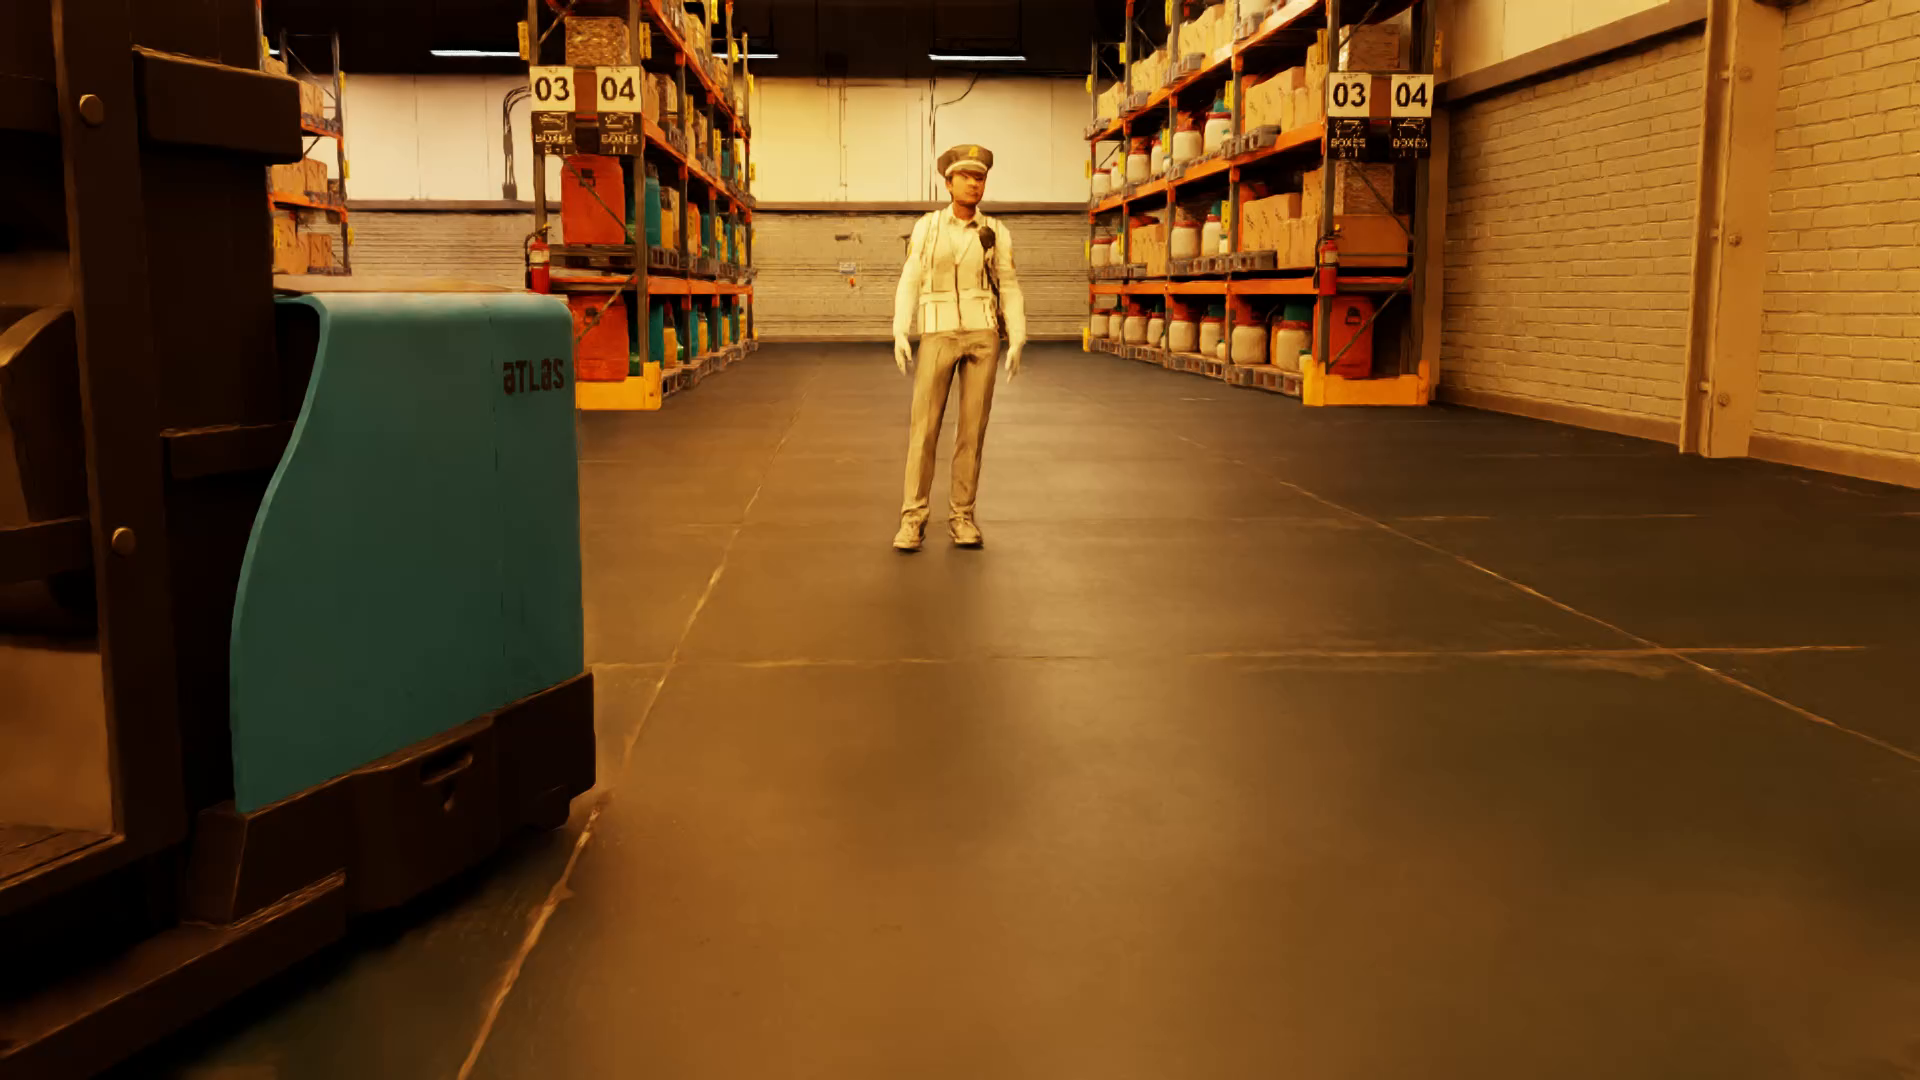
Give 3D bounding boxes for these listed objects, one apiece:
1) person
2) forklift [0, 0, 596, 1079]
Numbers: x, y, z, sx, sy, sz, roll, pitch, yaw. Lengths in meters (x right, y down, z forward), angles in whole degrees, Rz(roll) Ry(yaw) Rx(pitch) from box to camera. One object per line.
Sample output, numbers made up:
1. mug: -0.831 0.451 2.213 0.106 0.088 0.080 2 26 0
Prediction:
1. person: -0.003 -0.836 7.117 0.586 1.695 0.532 -1 8 -4
2. forklift: -1.682 -0.695 2.014 1.130 2.935 3.031 3 9 17
